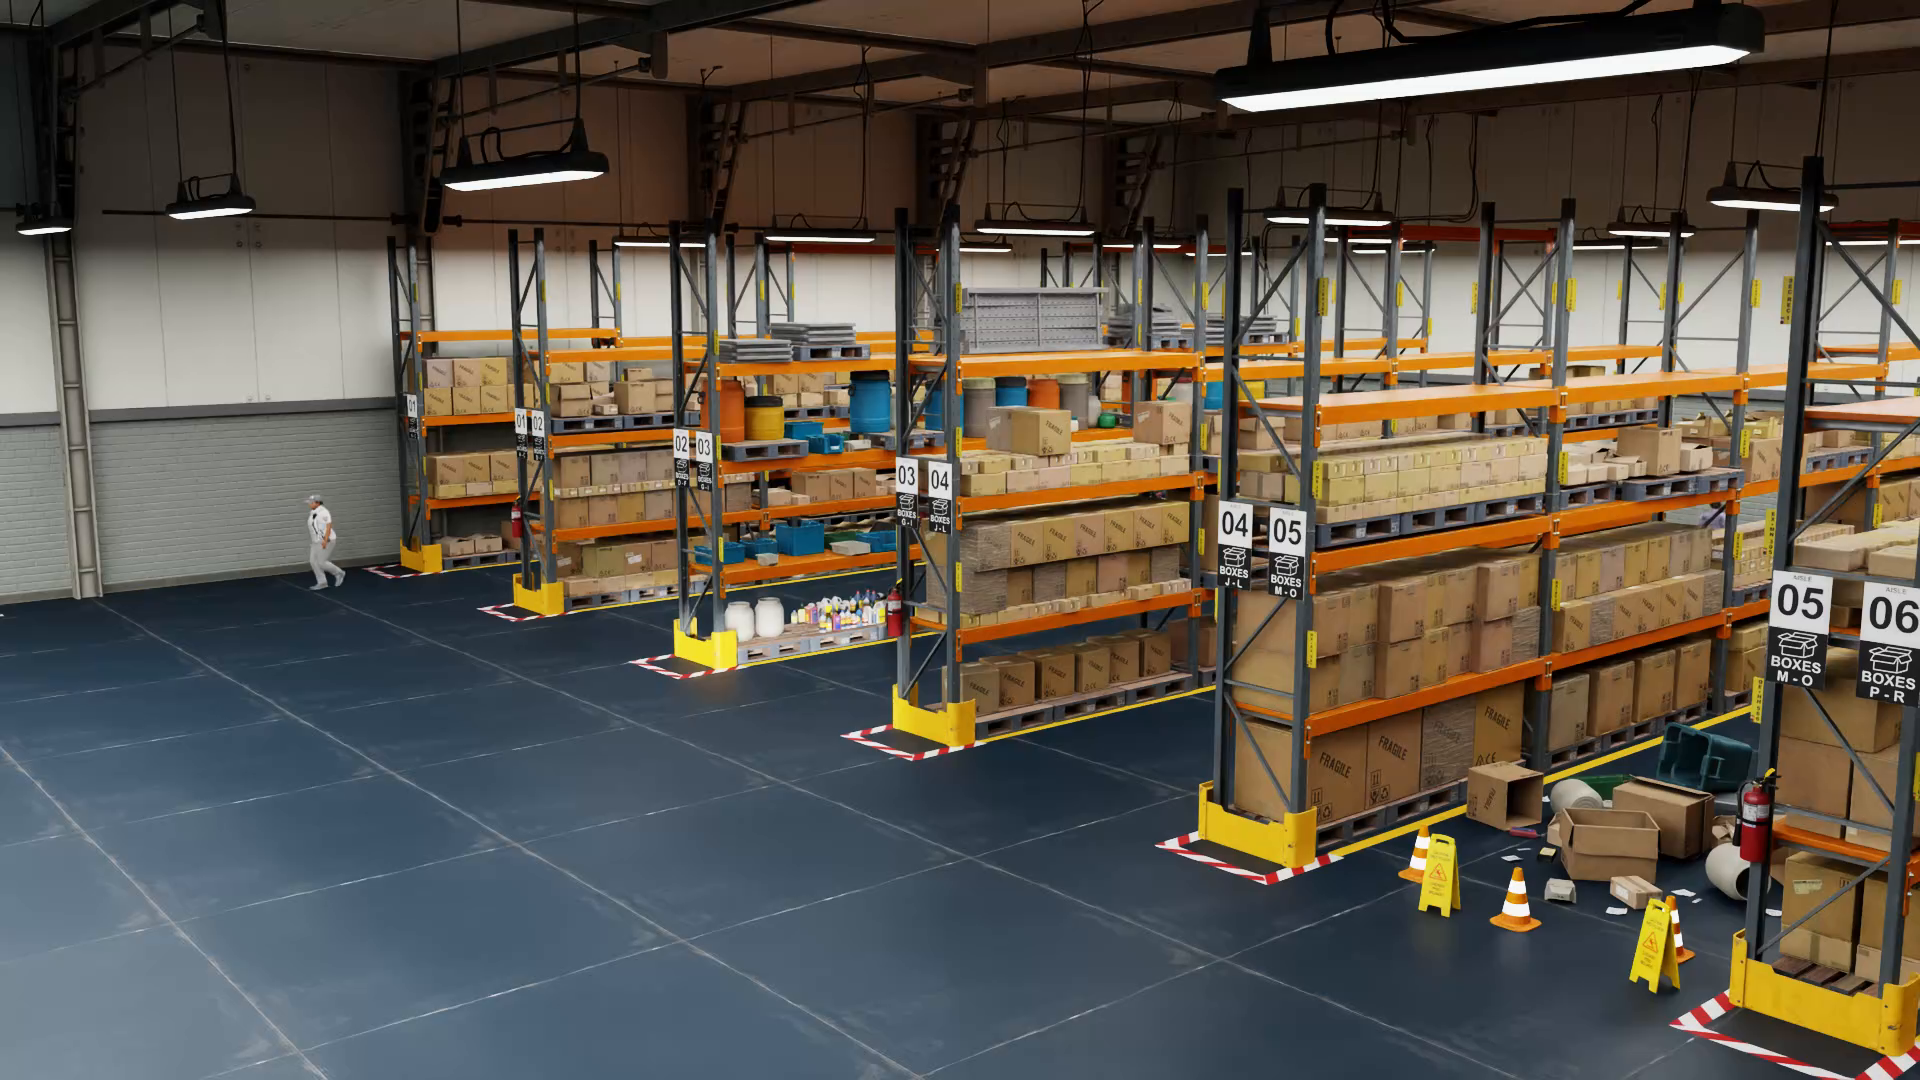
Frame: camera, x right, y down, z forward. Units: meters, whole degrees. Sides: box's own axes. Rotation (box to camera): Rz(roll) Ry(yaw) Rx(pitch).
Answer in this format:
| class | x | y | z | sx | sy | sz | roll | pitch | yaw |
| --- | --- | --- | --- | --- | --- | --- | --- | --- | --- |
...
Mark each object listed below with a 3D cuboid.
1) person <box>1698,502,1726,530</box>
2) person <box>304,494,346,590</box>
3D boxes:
| class | x | y | z | sx | sy | sz | roll | pitch | yaw |
| --- | --- | --- | --- | --- | --- | --- | --- | --- | --- |
| person | 12.639 | 0.079 | 27.857 | 0.816 | 1.628 | 0.535 | -8 | 12 | -43 |
| person | -10.829 | 0.025 | 28.321 | 0.579 | 1.647 | 0.571 | -7 | 11 | -40 |
